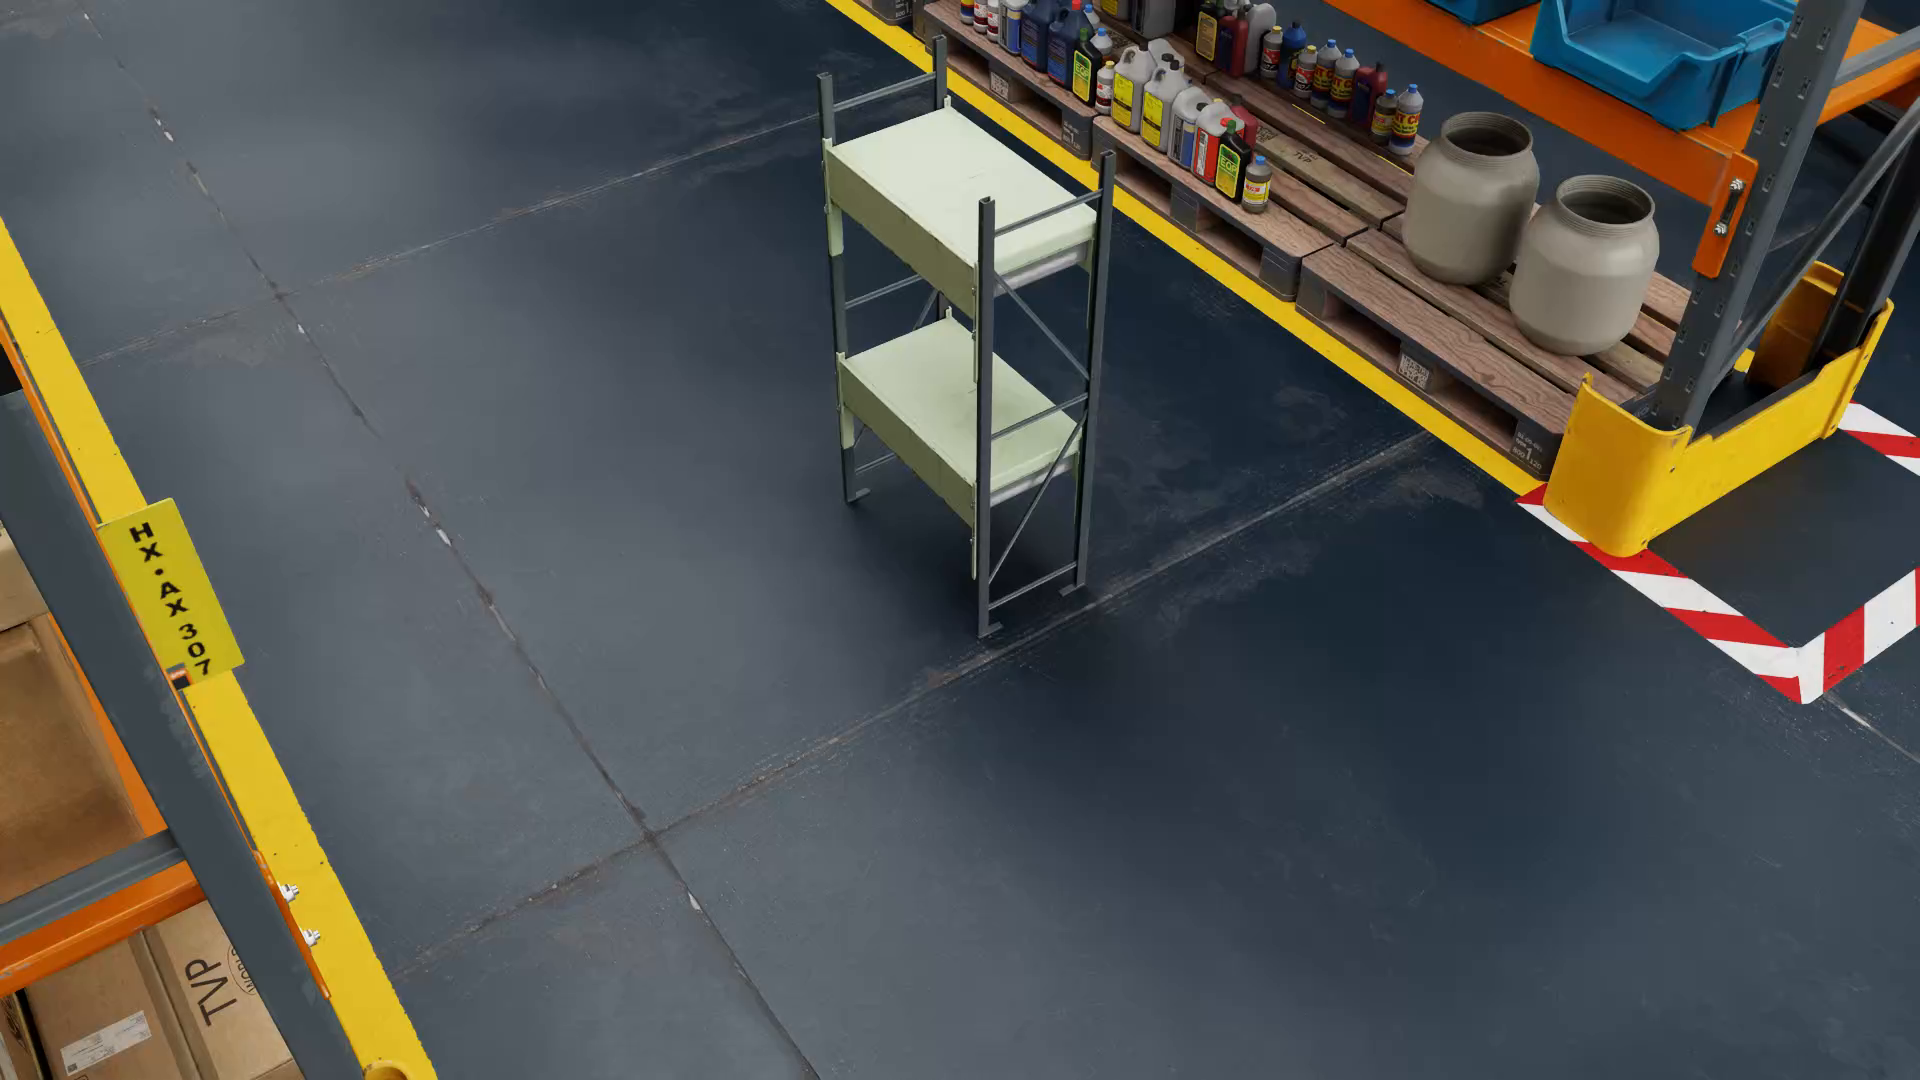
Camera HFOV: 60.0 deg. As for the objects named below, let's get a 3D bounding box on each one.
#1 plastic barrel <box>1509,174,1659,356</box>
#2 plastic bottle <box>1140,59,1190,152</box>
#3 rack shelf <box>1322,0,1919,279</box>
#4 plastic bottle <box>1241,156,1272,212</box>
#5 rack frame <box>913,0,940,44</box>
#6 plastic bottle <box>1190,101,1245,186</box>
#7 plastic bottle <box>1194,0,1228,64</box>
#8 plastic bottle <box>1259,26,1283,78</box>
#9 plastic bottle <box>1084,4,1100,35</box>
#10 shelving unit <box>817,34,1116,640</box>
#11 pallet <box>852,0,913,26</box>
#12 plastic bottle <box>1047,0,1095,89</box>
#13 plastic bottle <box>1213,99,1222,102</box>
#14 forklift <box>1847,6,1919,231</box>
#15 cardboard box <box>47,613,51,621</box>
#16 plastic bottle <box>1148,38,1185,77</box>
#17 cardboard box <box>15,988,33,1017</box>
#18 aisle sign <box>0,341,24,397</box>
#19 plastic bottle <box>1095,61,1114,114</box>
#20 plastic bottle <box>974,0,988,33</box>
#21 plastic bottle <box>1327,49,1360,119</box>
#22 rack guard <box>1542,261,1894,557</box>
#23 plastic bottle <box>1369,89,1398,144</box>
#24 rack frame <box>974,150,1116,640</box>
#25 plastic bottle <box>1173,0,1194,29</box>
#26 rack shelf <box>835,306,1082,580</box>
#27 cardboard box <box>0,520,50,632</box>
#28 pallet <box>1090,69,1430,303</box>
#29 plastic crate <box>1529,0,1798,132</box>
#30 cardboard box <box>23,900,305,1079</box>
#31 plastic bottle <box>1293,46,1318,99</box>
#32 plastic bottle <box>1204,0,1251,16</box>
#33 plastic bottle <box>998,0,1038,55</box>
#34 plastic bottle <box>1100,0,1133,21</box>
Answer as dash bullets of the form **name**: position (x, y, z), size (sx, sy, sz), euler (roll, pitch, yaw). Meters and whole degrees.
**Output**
- **plastic barrel**: position (2.076, -0.911, 5.529), size (0.421, 0.512, 0.421), euler (0, 44, 0)
- **plastic bottle**: position (0.806, -1.708, 6.467), size (0.144, 0.351, 0.185), euler (-24, 49, -23)
- **rack shelf**: position (1.371, -2.188, 5.891), size (1.077, 0.370, 4.000), euler (-26, 49, -24)
- **plastic bottle**: position (1.105, -1.330, 6.179), size (0.097, 0.201, 0.097), euler (0, 44, 0)
- **rack frame**: position (0.227, -3.581, 6.829), size (1.000, 3.000, 0.127), euler (-26, 49, -24)
- **plastic bottle**: position (0.983, -1.510, 6.314), size (0.152, 0.276, 0.135), euler (-25, 49, -24)
- **plastic bottle**: position (1.057, -2.160, 6.989), size (0.061, 0.283, 0.133), euler (-26, 49, -24)
- **plastic bottle**: position (1.306, -2.036, 6.919), size (0.097, 0.201, 0.097), euler (0, 44, 0)
- **plastic bottle**: position (0.530, -2.098, 6.933), size (0.097, 0.271, 0.097), euler (0, 44, 0)
- **shelving unit**: position (0.004, -0.539, 4.728), size (0.431, 1.500, 0.755), euler (-26, 49, -24)
- **pallet**: position (-0.254, -3.002, 8.242), size (1.003, 0.211, 1.213), euler (-26, 49, -24)
- **plastic bottle**: position (0.456, -2.054, 6.829), size (0.144, 0.351, 0.185), euler (-28, 50, -26)
- **plastic bottle**: position (0.996, -1.622, 6.485), size (0.097, 0.201, 0.097), euler (0, 44, 0)
- **forklift**: position (4.241, -2.390, 5.631), size (1.130, 2.935, 3.031), euler (-18, 47, -18)
- **cardboard box**: position (-2.111, 0.038, 2.966), size (0.700, 0.500, 0.500), euler (-24, 49, -23)
- **plastic bottle**: position (0.807, -1.859, 6.679), size (0.152, 0.276, 0.135), euler (-26, 49, -24)
- **cardboard box**: position (-2.395, 1.016, 3.701), size (0.500, 0.250, 0.500), euler (-26, 49, -24)
- **aisle sign**: position (-1.261, -0.385, 1.599), size (0.394, 0.787, 0.004), euler (-26, 49, -24)
- **plastic bottle**: position (0.599, -1.831, 6.703), size (0.097, 0.201, 0.097), euler (0, 44, 0)
- **plastic bottle**: position (0.108, -2.317, 7.213), size (0.097, 0.201, 0.097), euler (0, 44, 0)
- **plastic bottle**: position (1.538, -1.832, 6.654), size (0.097, 0.271, 0.097), euler (0, 44, 0)
- **rack guard**: position (2.433, -0.436, 5.345), size (1.175, 0.500, 0.348), euler (-26, 49, -24)
- **plastic bottle**: position (1.674, -1.671, 6.537), size (0.097, 0.201, 0.097), euler (0, 44, 0)
- **rack frame**: position (0.213, -0.331, 4.511), size (0.400, 1.500, 0.023), euler (-26, 49, -24)
- **plastic bottle**: position (0.941, -2.423, 7.215), size (0.144, 0.351, 0.185), euler (-28, 50, -26)
- **rack shelf**: position (0.004, -0.303, 4.953), size (0.431, 0.370, 0.720), euler (-26, 49, -24)
- **cardboard box**: position (-1.598, 0.061, 2.472), size (0.380, 0.149, 0.250), euler (-26, 49, -25)
- **pallet**: position (1.279, -1.484, 6.652), size (1.003, 0.211, 1.213), euler (-26, 49, -24)
- **plastic crate**: position (1.983, -1.427, 4.681), size (0.499, 0.251, 0.616), euler (-26, 49, -24)
- **cardboard box**: position (-1.674, 1.090, 3.623), size (0.500, 0.250, 0.500), euler (-26, 49, -24)
- **plastic bottle**: position (1.424, -1.920, 6.797), size (0.097, 0.201, 0.097), euler (0, 44, 0)
- **plastic bottle**: position (1.126, -2.240, 7.024), size (0.144, 0.351, 0.185), euler (-26, 49, -25)
- **plastic bottle**: position (0.257, -2.229, 7.067), size (0.152, 0.276, 0.135), euler (-24, 49, -23)
- **plastic bottle**: position (0.713, -2.475, 7.270), size (0.144, 0.351, 0.185), euler (-26, 49, -24)
